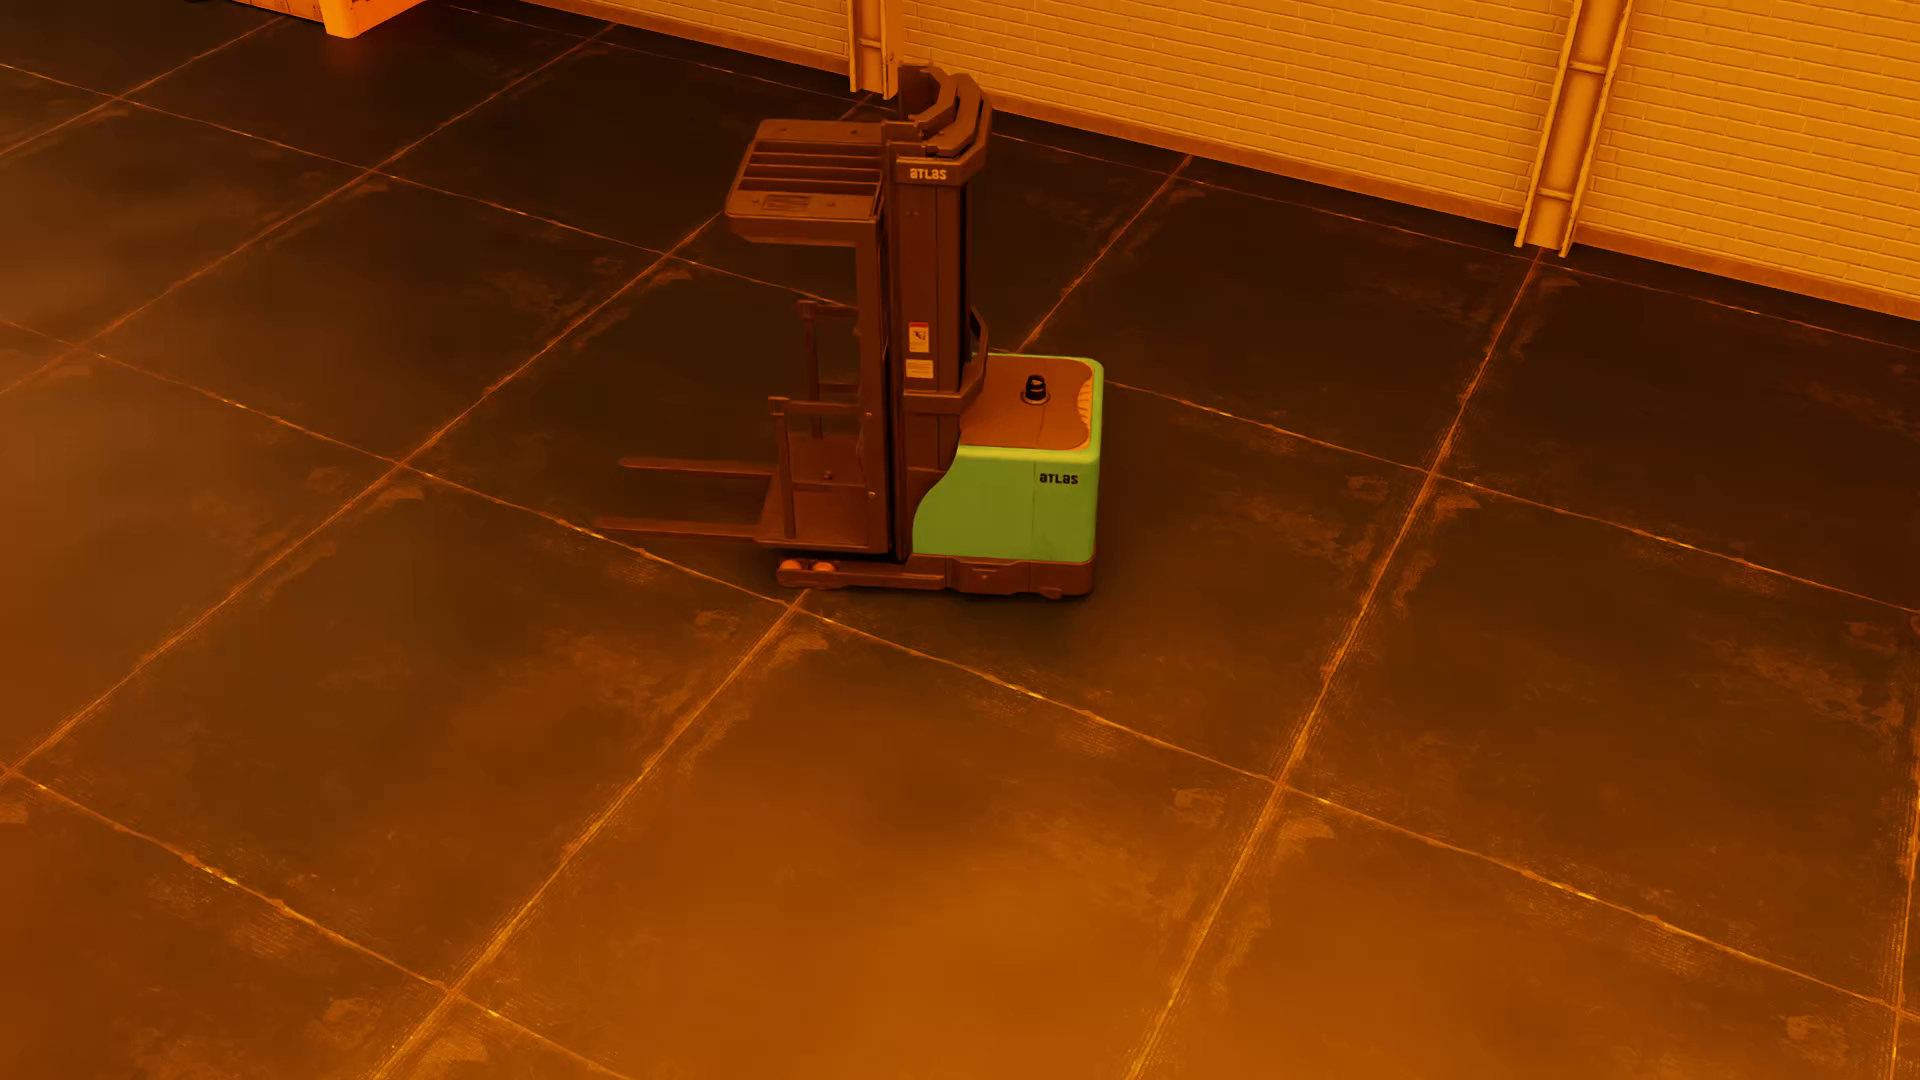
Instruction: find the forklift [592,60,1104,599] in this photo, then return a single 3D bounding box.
[{"bbox_3d":[-0.681,-1.161,9.365,3.031,2.935,1.130,3,40,4],"label":"forklift"}]
